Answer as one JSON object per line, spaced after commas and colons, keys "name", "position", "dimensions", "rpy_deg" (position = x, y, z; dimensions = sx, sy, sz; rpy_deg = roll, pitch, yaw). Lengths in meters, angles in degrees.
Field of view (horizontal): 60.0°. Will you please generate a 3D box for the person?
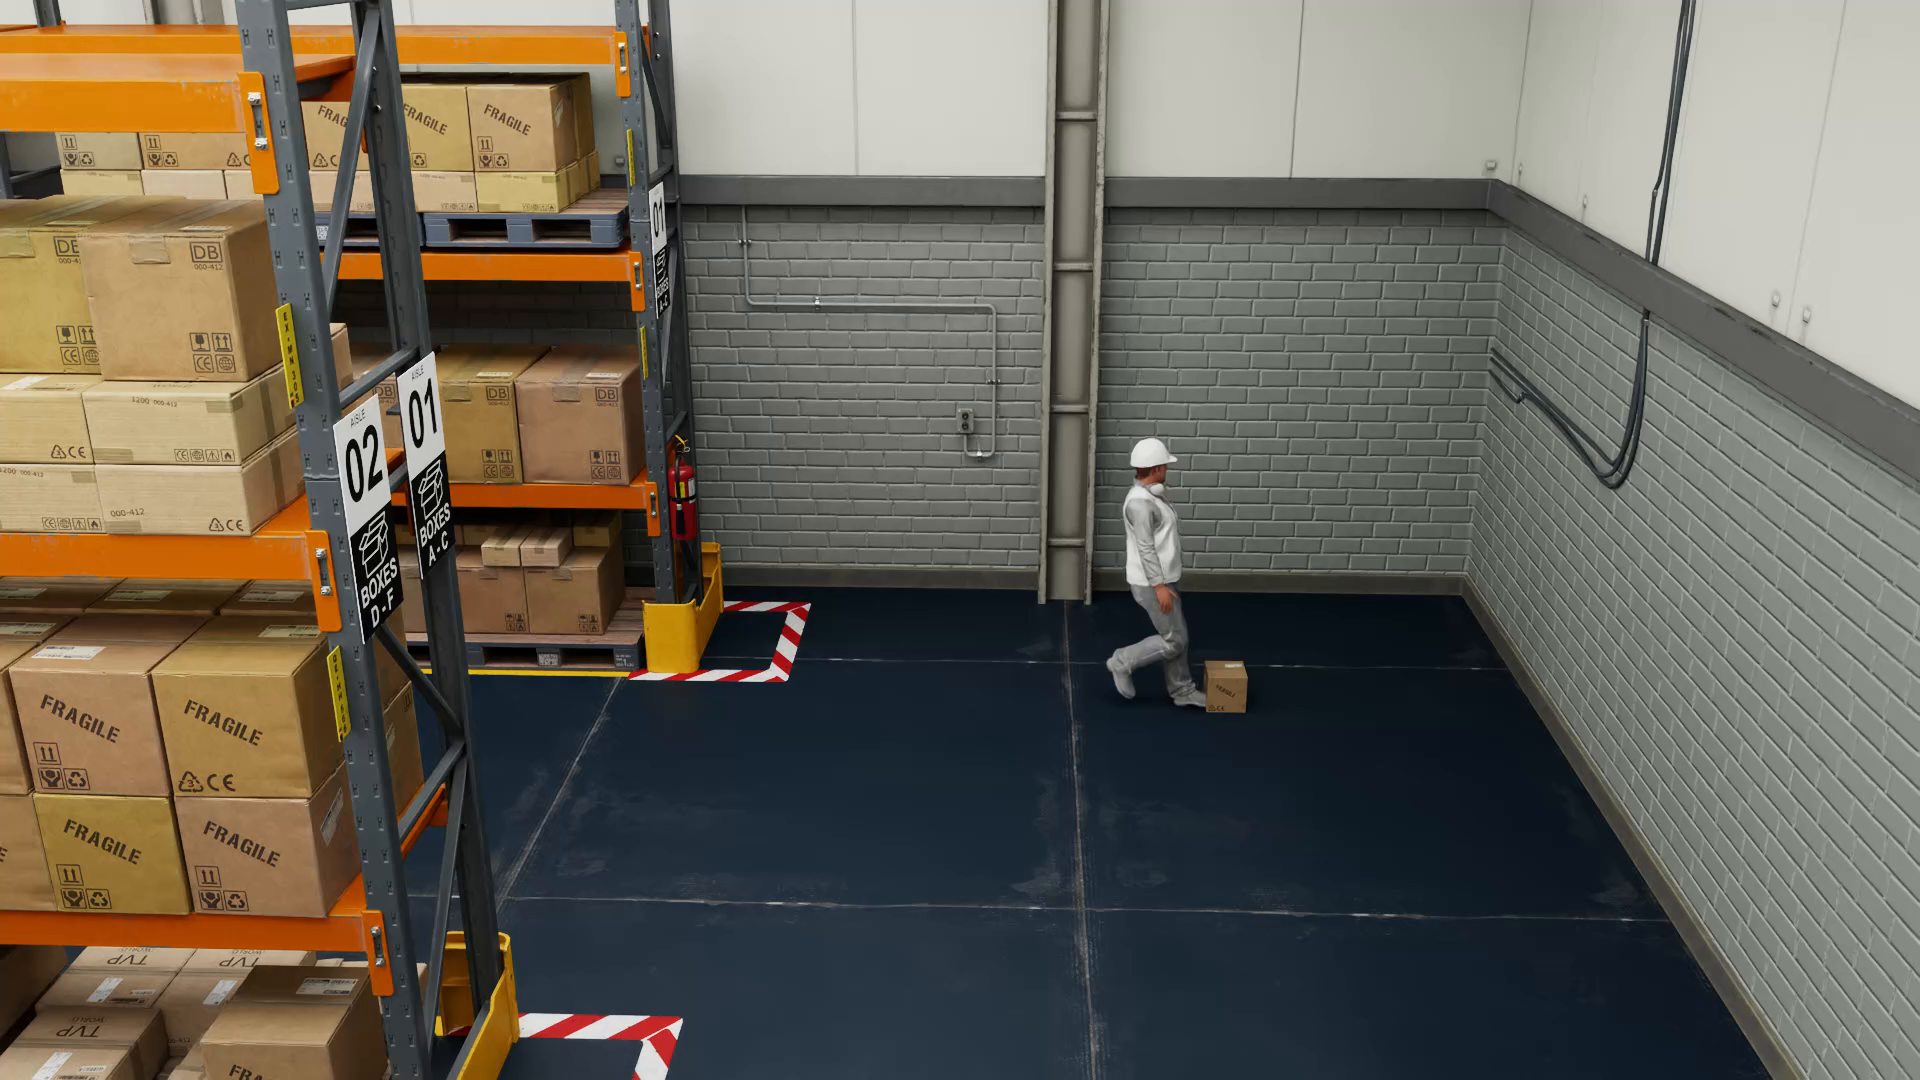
{"name": "person", "position": [1.309, 0.233, 10.432], "dimensions": [0.735, 1.748, 0.609], "rpy_deg": [4, 21, 10]}
